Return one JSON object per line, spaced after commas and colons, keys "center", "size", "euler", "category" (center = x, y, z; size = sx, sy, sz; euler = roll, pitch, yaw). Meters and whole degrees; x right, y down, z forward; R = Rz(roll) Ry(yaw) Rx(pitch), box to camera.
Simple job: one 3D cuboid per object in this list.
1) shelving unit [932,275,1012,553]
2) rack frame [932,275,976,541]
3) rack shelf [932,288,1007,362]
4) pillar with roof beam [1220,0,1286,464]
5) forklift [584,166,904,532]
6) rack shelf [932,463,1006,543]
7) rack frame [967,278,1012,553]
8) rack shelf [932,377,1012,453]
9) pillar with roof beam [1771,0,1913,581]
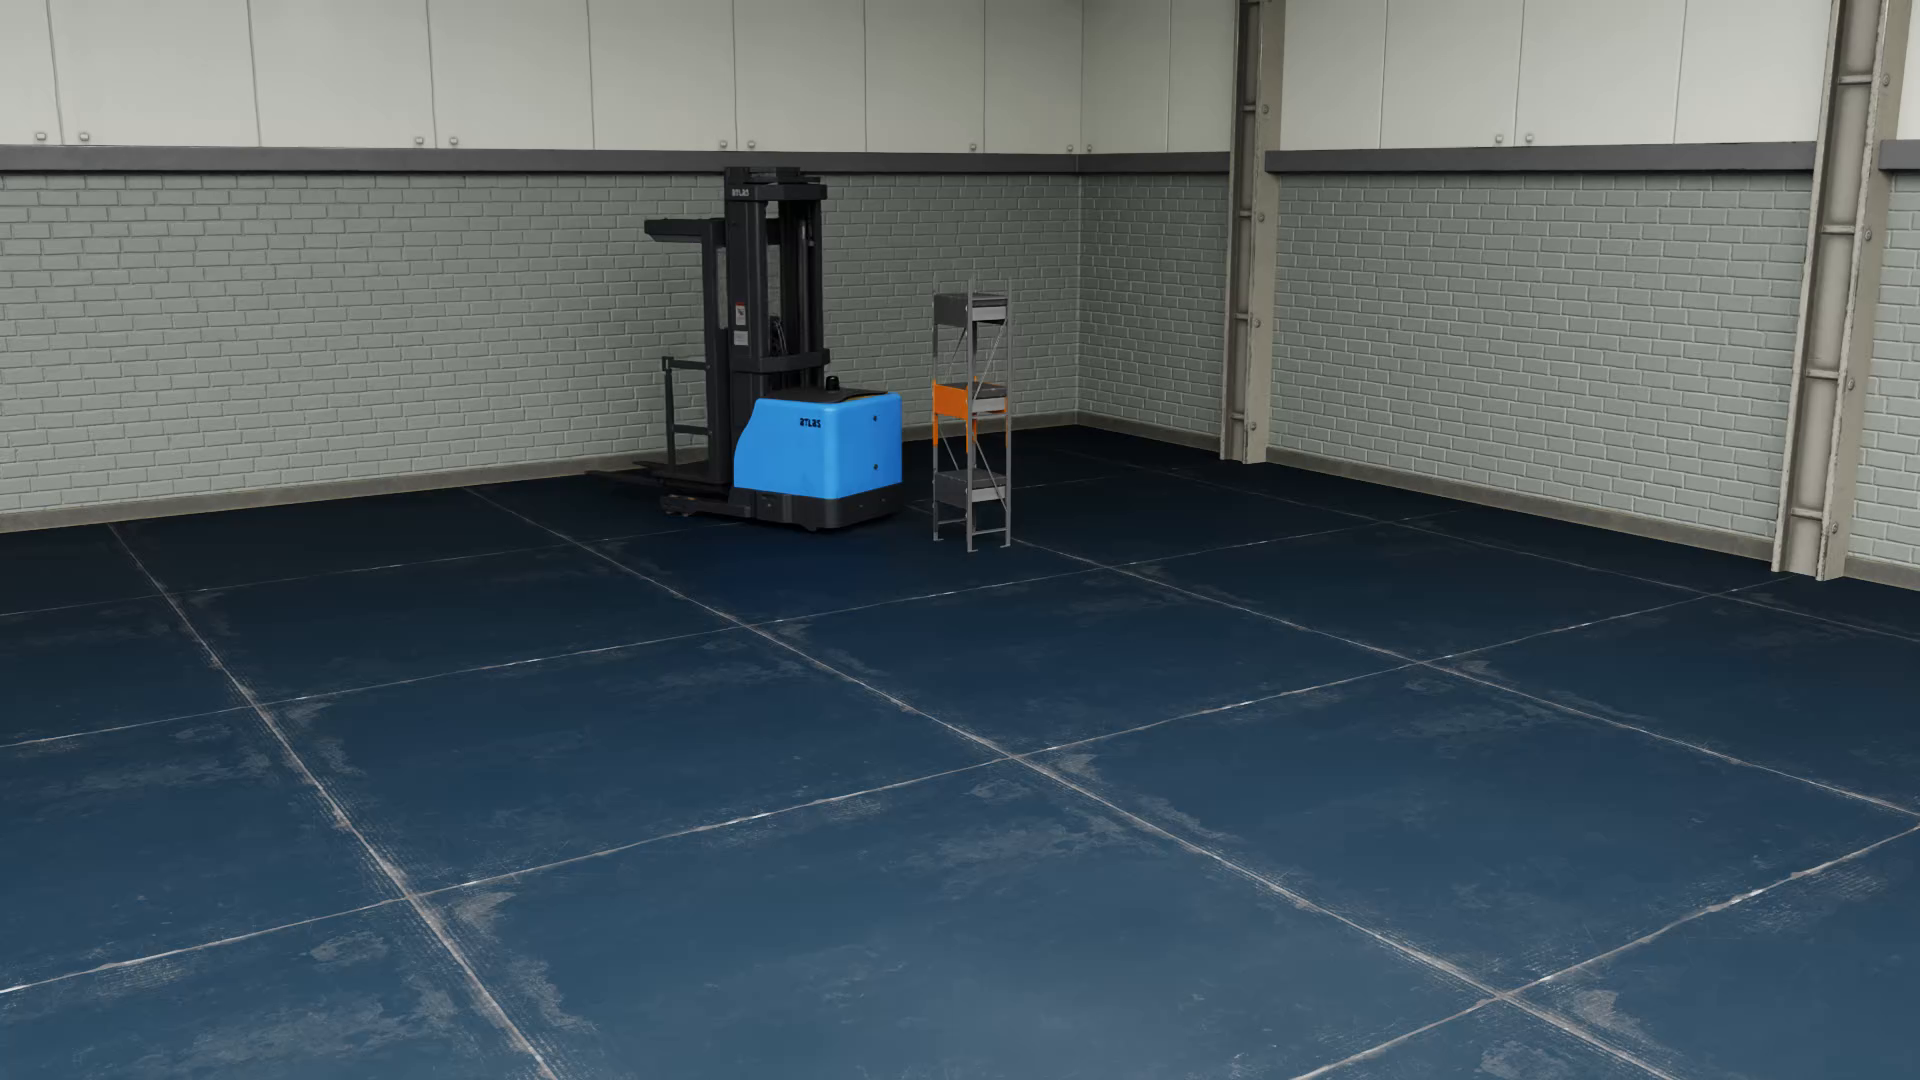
{"center": [0.092, -0.996, 13.003], "size": [0.431, 2.100, 0.503], "euler": [-8, 15, -33], "category": "shelving unit"}
{"center": [-0.043, -1.040, 13.201], "size": [0.400, 2.100, 0.015], "euler": [-8, 15, -33], "category": "rack frame"}
{"center": [0.092, -1.667, 12.856], "size": [0.431, 0.518, 0.480], "euler": [-8, 15, -33], "category": "rack shelf"}
{"center": [-0.663, -4.710, 13.838], "size": [9.100, 9.000, 0.400], "euler": [-8, 15, -33], "category": "pillar with roof beam"}
{"center": [-1.988, -1.718, 14.357], "size": [3.031, 2.935, 1.130], "euler": [8, 15, 33], "category": "forklift"}
{"center": [0.092, -0.299, 13.155], "size": [0.431, 0.518, 0.480], "euler": [-8, 15, -33], "category": "rack shelf"}
{"center": [0.227, -0.953, 12.804], "size": [0.400, 2.100, 0.015], "euler": [-8, 15, -33], "category": "rack frame"}
{"center": [0.092, -0.983, 13.006], "size": [0.431, 0.518, 0.480], "euler": [-8, 15, -33], "category": "rack shelf"}
{"center": [2.662, -3.643, 8.958], "size": [9.100, 9.000, 0.400], "euler": [-8, 15, -33], "category": "pillar with roof beam"}
